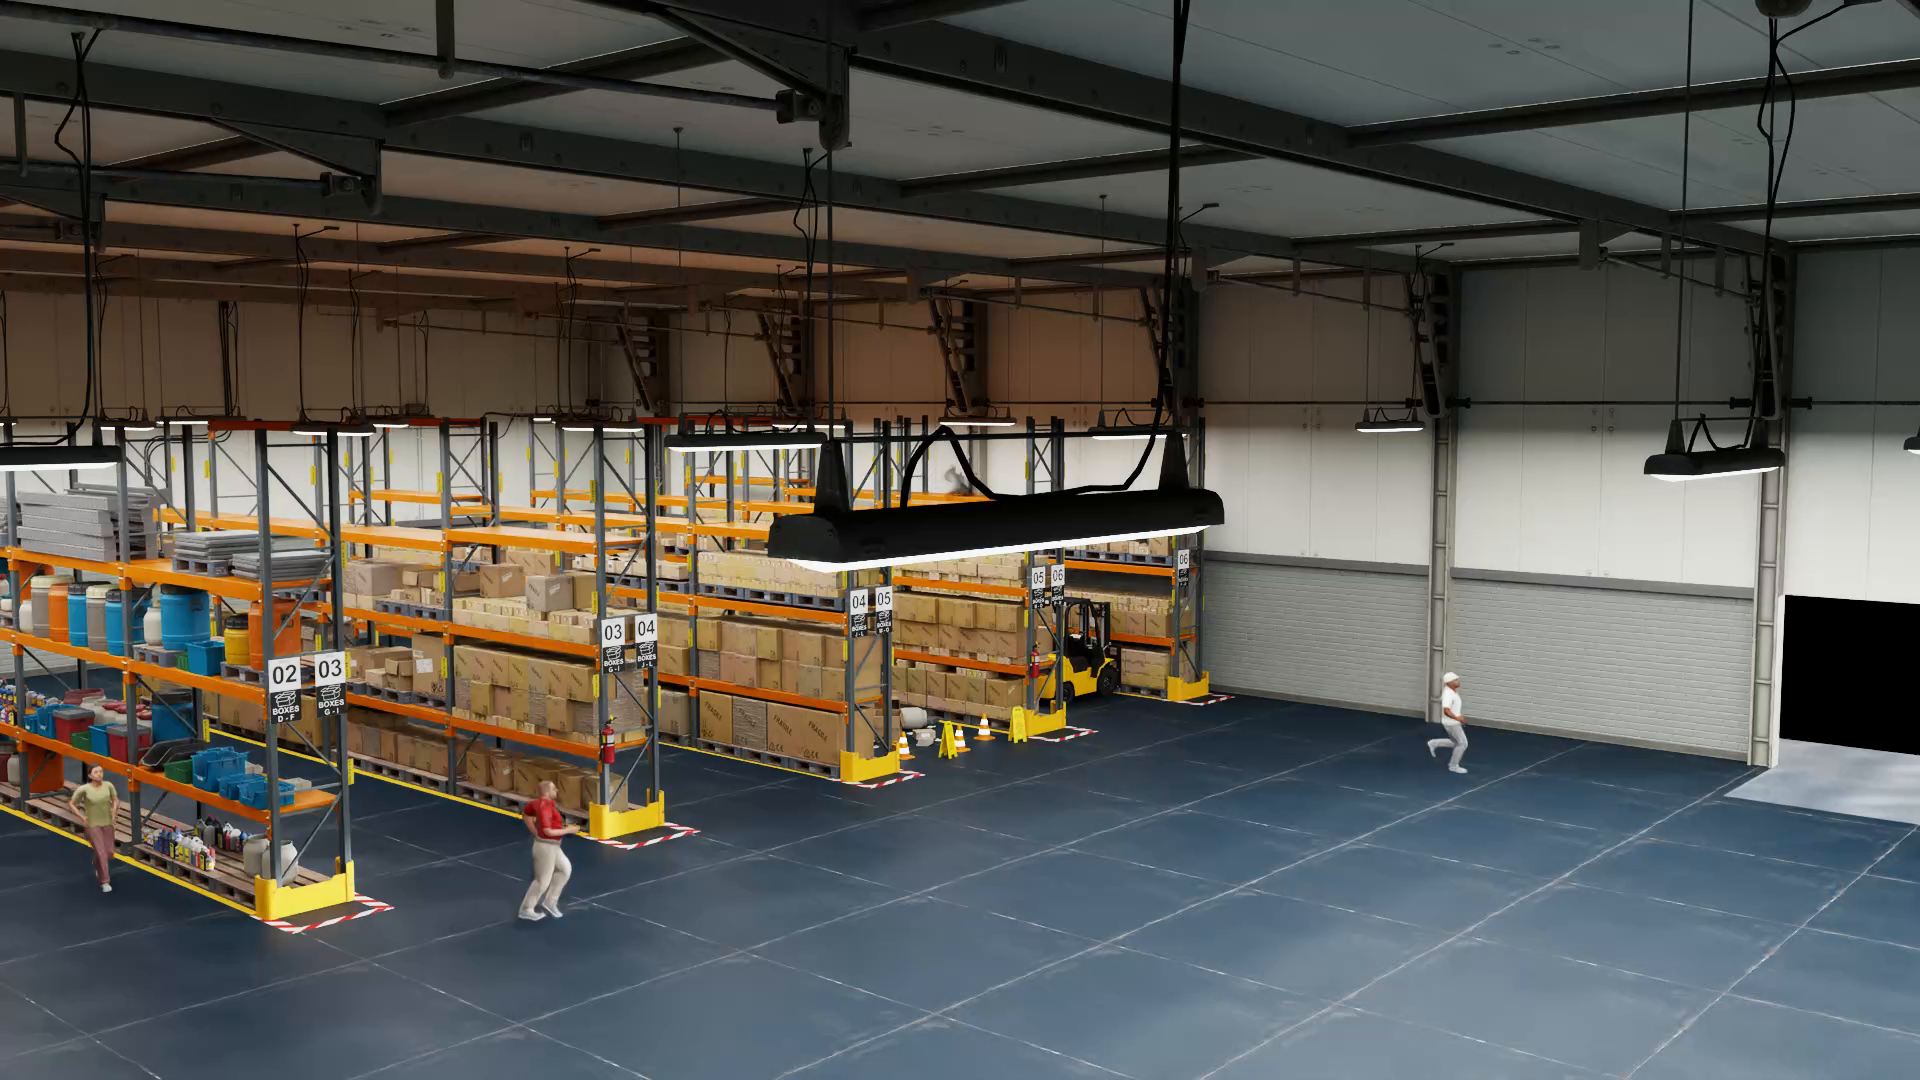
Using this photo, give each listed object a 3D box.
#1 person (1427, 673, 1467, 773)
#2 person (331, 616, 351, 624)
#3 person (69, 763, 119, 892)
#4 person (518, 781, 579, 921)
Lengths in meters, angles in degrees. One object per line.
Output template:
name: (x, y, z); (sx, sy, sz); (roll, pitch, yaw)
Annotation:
person: (8.371, 3.118, 28.521); (0.661, 1.706, 0.720); (1, 5, 13)
person: (-14.534, 2.245, 39.195); (0.705, 1.834, 0.792); (4, 6, 41)
person: (-11.247, 3.714, 21.646); (0.688, 1.651, 0.588); (4, 6, 43)
person: (-5.015, 3.806, 20.255); (0.751, 1.769, 0.651); (-1, 5, -15)
